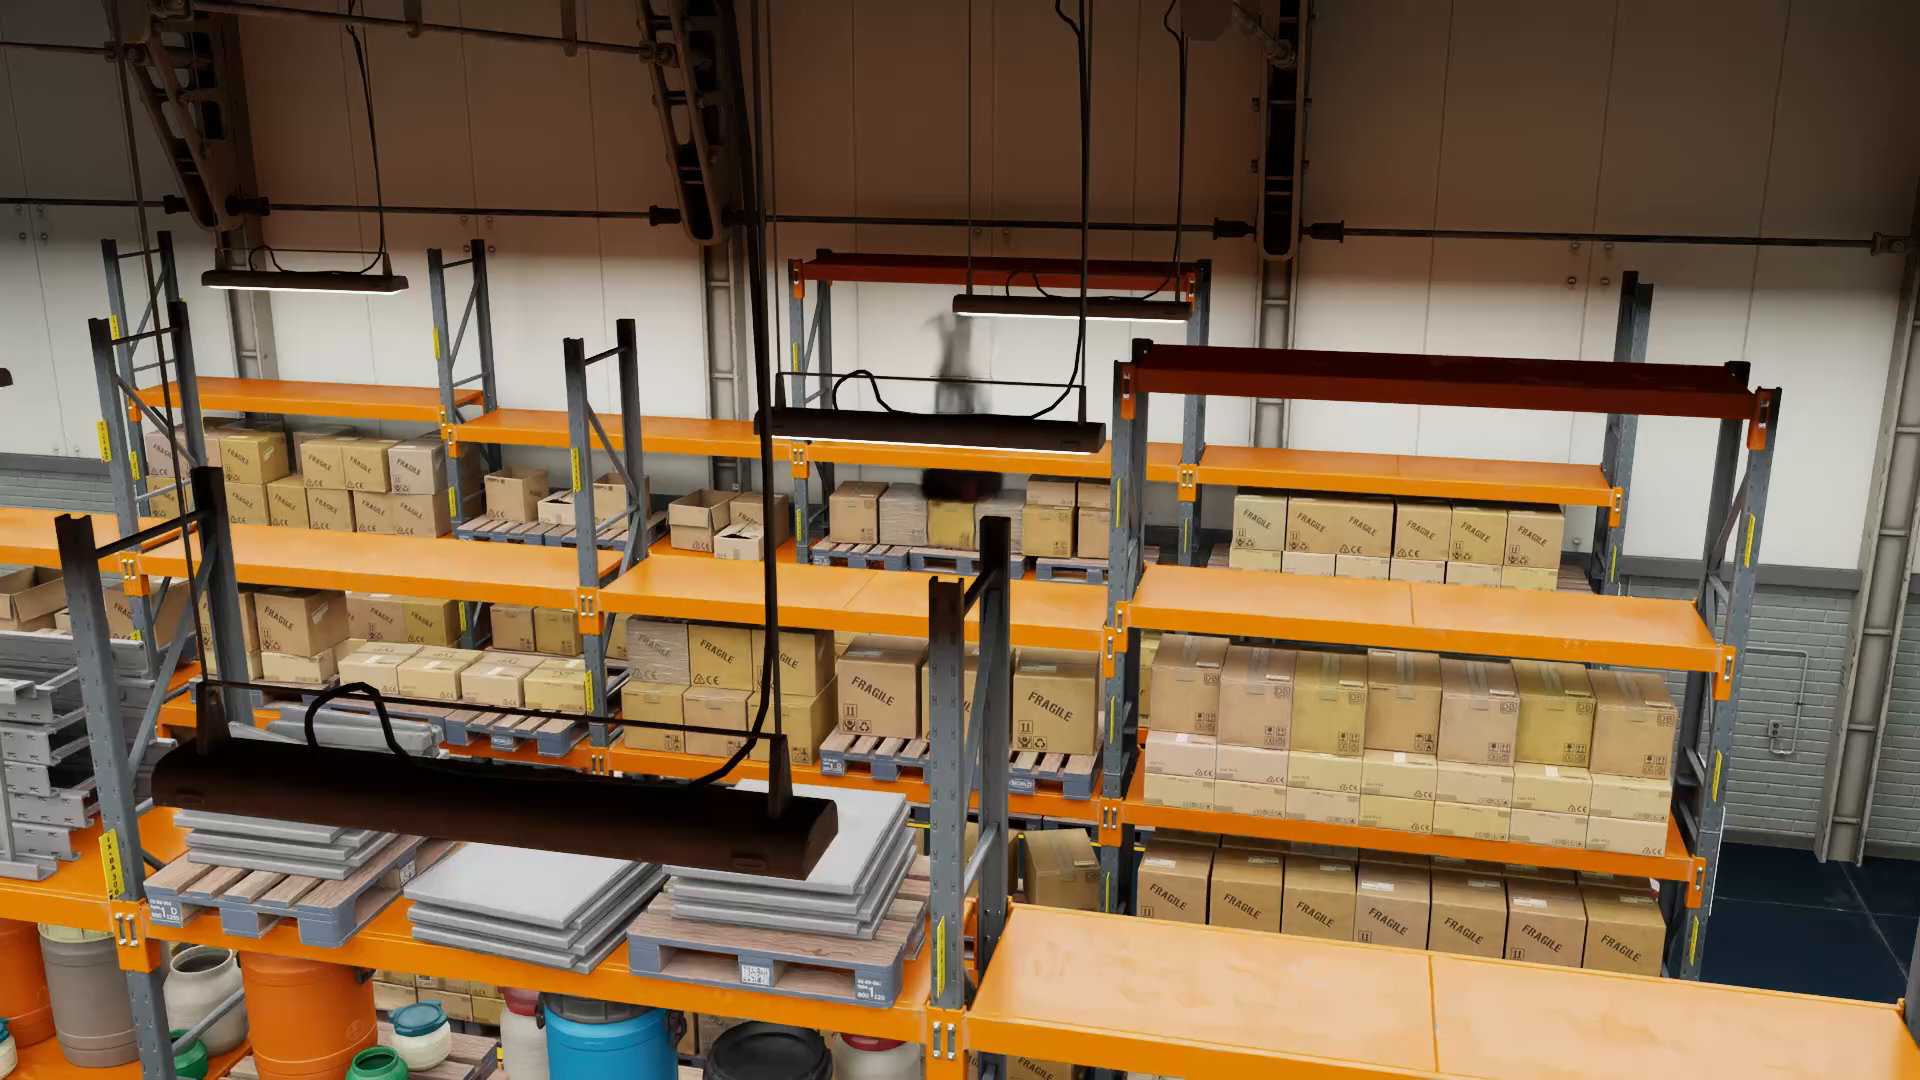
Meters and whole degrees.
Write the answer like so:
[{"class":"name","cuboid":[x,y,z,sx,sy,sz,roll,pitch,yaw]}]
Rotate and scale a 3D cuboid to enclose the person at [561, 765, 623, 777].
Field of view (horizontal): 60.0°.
[{"class":"person","cuboid":[-3.769,2.510,16.941,0.868,1.590,0.718,4,17,14]}]
